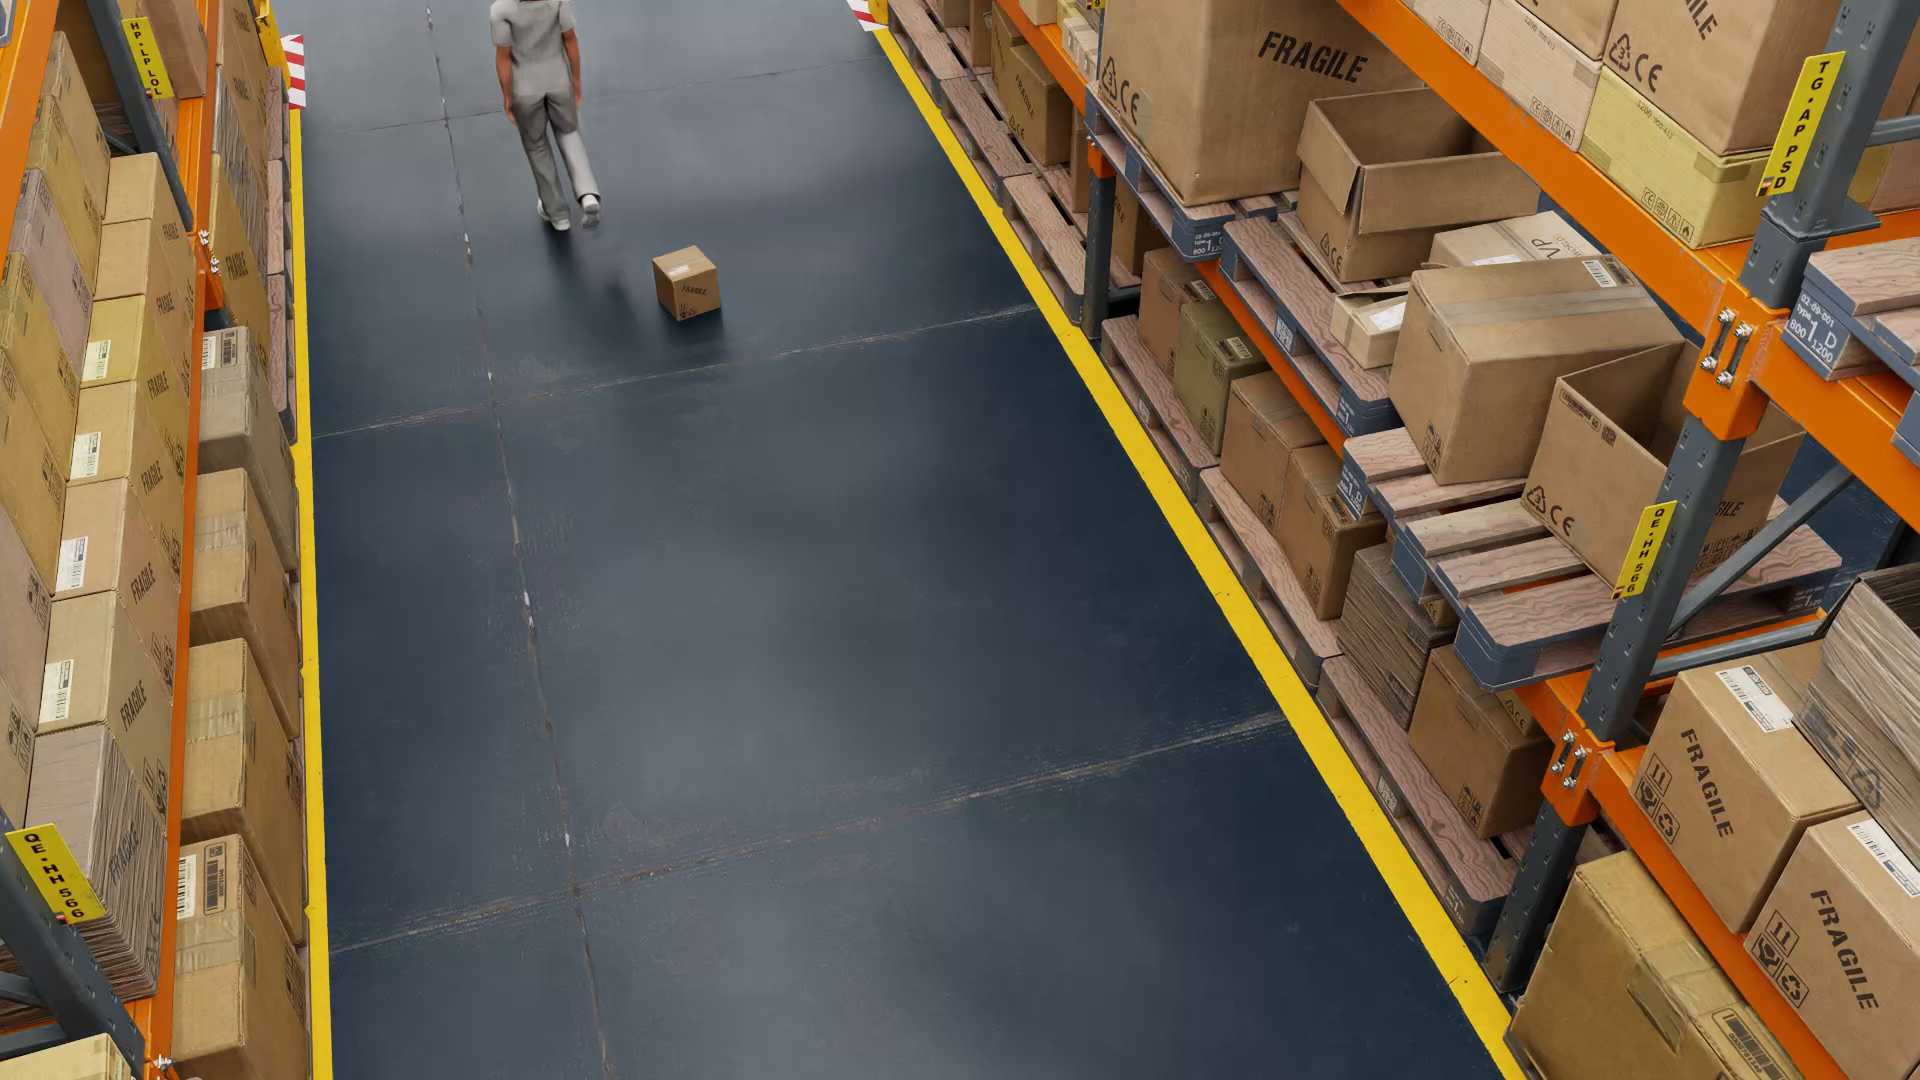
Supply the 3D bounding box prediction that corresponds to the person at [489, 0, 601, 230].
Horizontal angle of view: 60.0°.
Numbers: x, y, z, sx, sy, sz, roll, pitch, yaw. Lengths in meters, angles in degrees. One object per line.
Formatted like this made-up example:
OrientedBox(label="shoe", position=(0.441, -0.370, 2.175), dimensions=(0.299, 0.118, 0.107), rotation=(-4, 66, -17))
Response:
OrientedBox(label="person", position=(-2.174, -2.348, 8.704), dimensions=(0.444, 1.660, 0.589), rotation=(-22, 47, -22))
